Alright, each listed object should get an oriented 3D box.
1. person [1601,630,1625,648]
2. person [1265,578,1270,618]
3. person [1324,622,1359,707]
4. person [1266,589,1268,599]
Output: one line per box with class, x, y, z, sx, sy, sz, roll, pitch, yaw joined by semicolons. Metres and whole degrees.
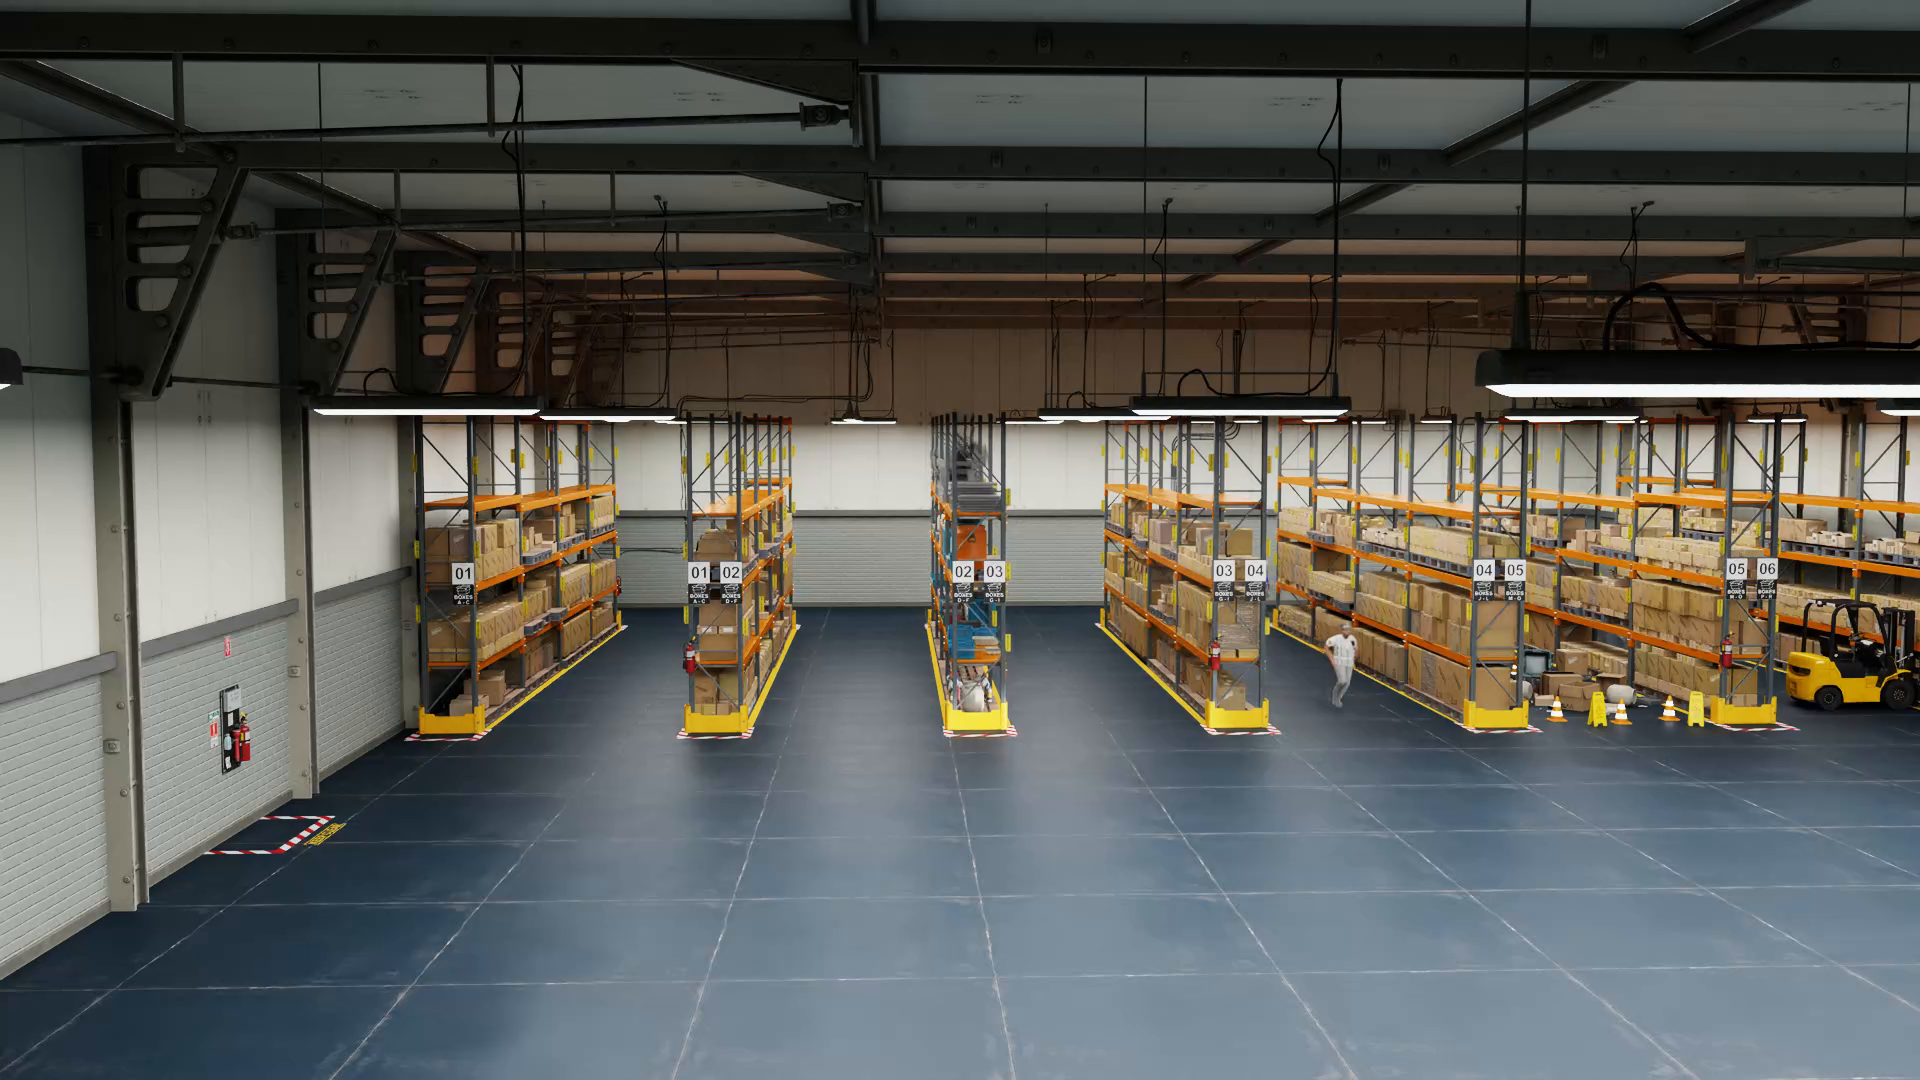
person;16.545;1.991;42.153;0.666;1.763;1.139;0;4;-1
person;8.795;1.618;48.670;0.598;1.634;0.614;-2;5;-31
person;7.831;2.536;33.894;0.656;1.737;0.676;-1;4;-16
person;7.979;1.797;44.850;0.610;1.756;0.824;-1;4;-9
